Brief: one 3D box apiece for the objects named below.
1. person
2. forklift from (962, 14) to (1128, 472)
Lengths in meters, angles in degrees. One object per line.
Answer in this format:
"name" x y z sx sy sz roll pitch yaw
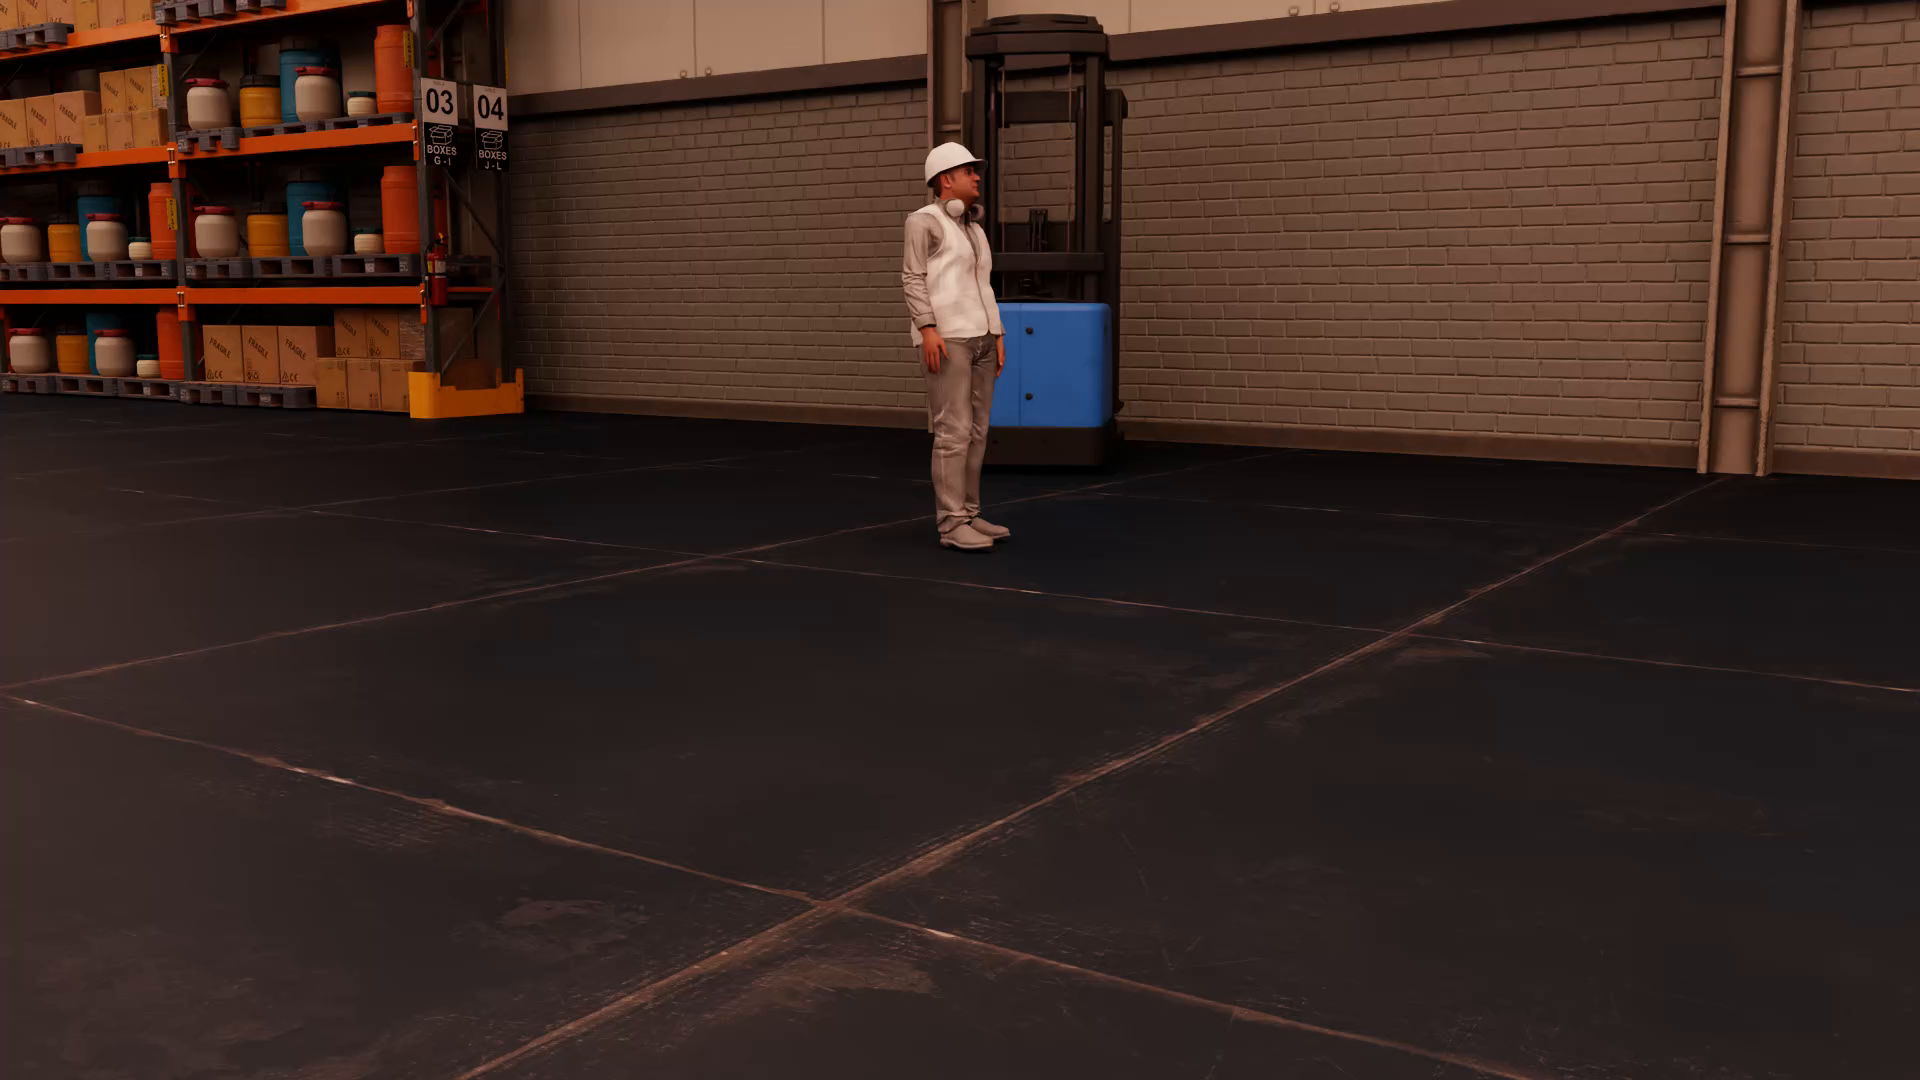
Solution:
"person" 0.046 -0.879 7.434 0.566 1.775 0.626 5 10 34
"forklift" 0.596 -2.057 11.655 1.130 2.935 3.031 1 8 8
